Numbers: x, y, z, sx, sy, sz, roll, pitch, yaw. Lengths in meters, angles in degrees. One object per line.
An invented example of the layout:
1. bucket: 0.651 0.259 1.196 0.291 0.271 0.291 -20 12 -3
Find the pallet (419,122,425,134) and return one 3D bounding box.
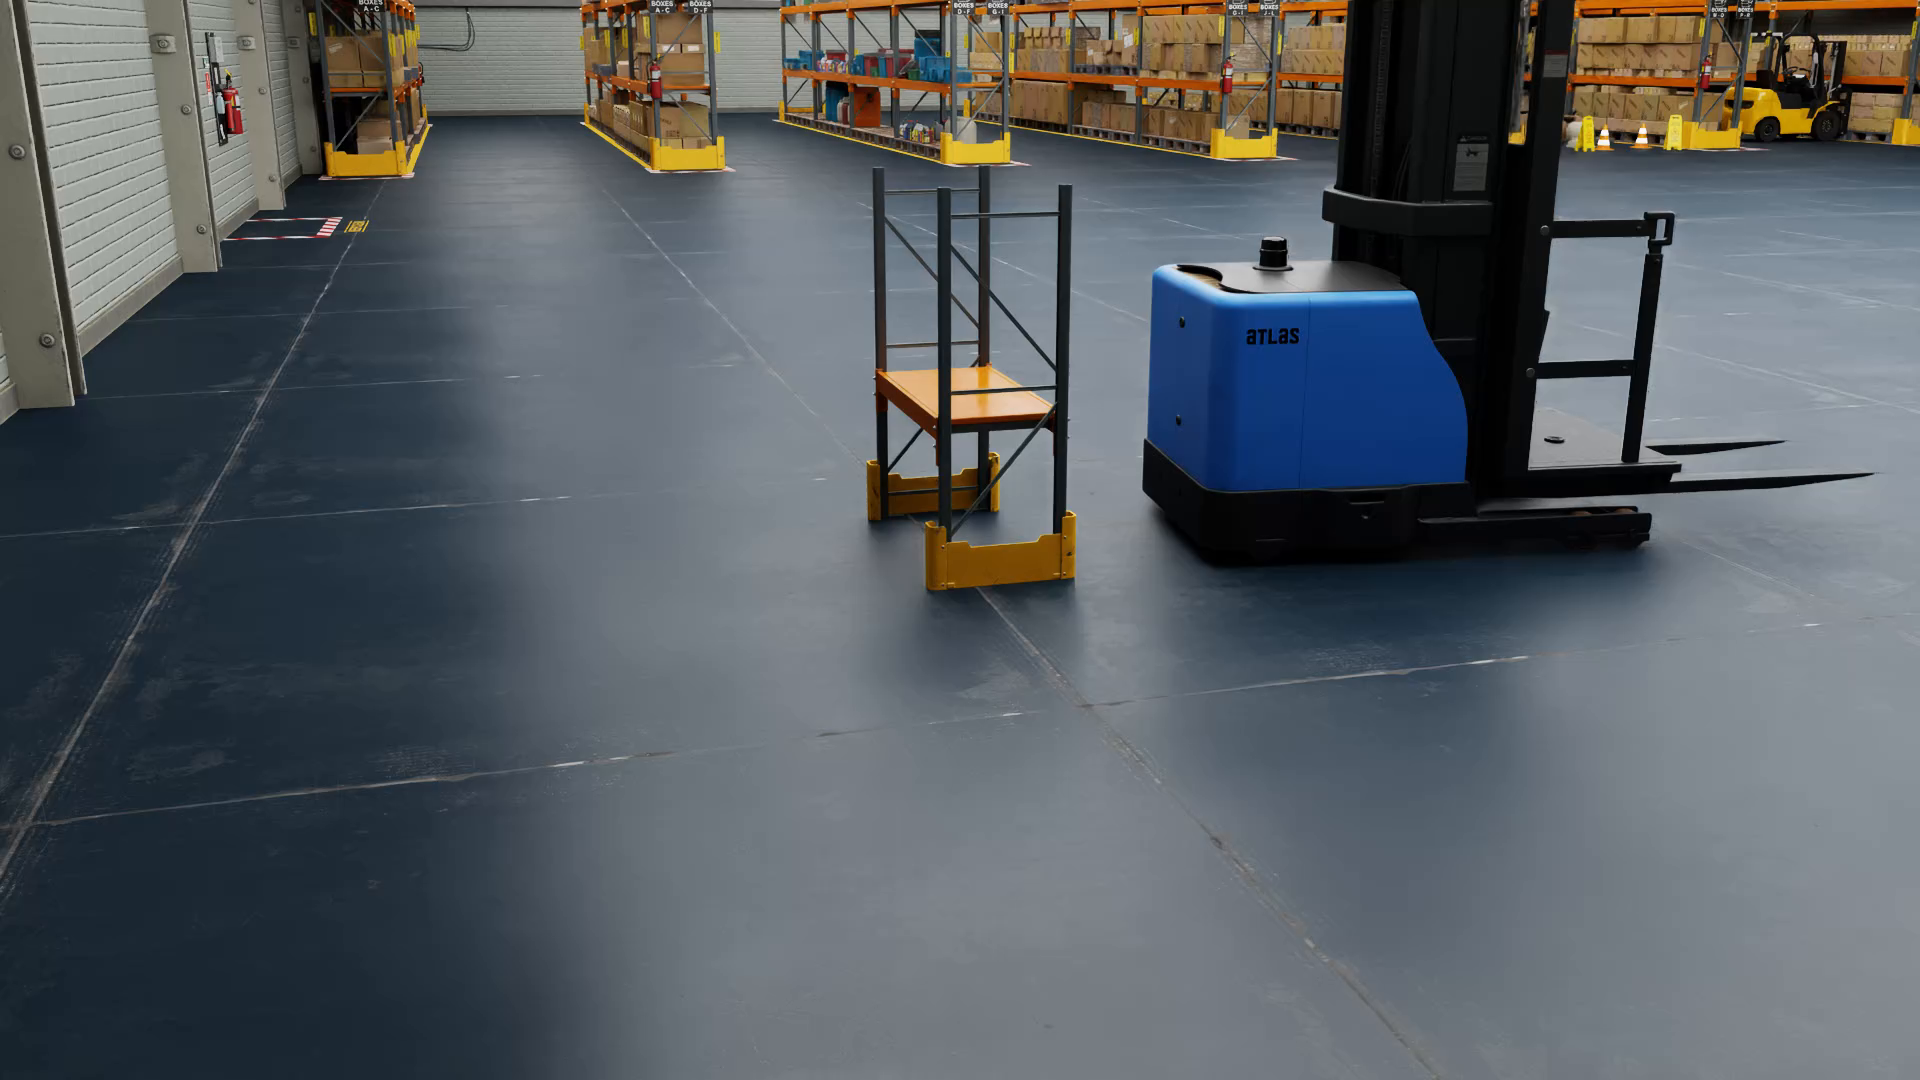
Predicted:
1. pallet: -12.627 -9.299 37.542 1.003 0.211 1.213 -5 17 -15

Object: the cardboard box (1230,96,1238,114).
1. cardboard box: 6.844 -10.446 40.127 0.500 0.500 0.500 -4 17 -14

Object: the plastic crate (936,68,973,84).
1. plastic crate: -0.095 -7.926 28.381 0.499 0.251 0.616 -5 17 -15

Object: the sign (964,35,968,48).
1. sign: 0.160 -13.110 43.738 0.100 0.325 0.005 -5 17 -15

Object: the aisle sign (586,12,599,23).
1. aisle sign: -9.131 -13.158 41.023 0.394 0.787 0.004 -5 17 -15

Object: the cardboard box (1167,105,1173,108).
1. cardboard box: 5.665 -11.377 43.838 0.380 0.149 0.250 -6 18 -18

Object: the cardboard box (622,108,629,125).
1. cardboard box: -6.203 -8.122 31.850 0.500 0.311 0.500 -5 17 -15

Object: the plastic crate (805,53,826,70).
1. plastic crate: -3.424 -11.324 39.362 0.392 0.384 0.575 -5 17 -15

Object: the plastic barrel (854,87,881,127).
1. plastic barrel: -2.019 -9.391 36.042 0.600 0.830 0.708 -5 17 -15

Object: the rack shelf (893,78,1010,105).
1. rack shelf: -0.219 -8.091 29.923 1.077 0.370 4.000 -5 17 -15

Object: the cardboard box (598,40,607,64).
1. cardboard box: -7.566 -10.726 36.541 0.700 0.500 0.500 -2 17 -6

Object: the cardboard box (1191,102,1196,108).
1. cardboard box: 6.113 -11.071 42.303 0.380 0.149 0.250 -6 18 -18

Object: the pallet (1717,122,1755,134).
1. pallet: 18.053 -9.422 37.952 1.003 0.211 1.213 -5 17 -15

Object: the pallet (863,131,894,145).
1. pallet: -1.361 -8.205 33.901 1.003 0.211 1.213 -5 17 -15

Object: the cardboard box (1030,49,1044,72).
1. cardboard box: 1.957 -11.216 38.904 0.500 0.500 0.500 -5 17 -17

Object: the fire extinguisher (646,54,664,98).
1. fire extinguisher: -4.847 -7.385 26.457 0.296 0.674 0.183 -5 17 -15

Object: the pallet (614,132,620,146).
1. pallet: -6.443 -8.138 33.677 1.003 0.211 1.213 -5 17 -15

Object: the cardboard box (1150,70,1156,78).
1. cardboard box: 3.915 -9.039 32.267 0.380 0.149 0.250 -5 17 -15

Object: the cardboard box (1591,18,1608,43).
1. cardboard box: 13.554 -10.551 34.434 0.700 0.500 0.500 -5 17 -15

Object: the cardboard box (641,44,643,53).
1. cardboard box: -5.363 -8.584 29.014 0.380 0.149 0.250 -5 18 -17

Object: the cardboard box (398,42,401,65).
1. cardboard box: -9.596 -8.118 27.686 0.500 0.500 0.500 -5 17 -17

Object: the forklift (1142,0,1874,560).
1. forklift: 2.380 -1.503 6.862 3.031 2.935 1.130 -3 17 -9

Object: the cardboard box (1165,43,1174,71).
1. cardboard box: 4.395 -9.170 31.573 0.875 0.500 0.500 -5 17 -15

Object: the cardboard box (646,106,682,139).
1. cardboard box: -4.867 -6.860 27.320 0.500 0.500 0.500 -5 17 -15

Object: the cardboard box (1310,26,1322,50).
1. cardboard box: 8.088 -10.971 36.349 0.700 0.500 0.500 -5 17 -16

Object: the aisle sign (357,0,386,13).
1. aisle sign: -8.887 -8.348 25.009 0.394 0.787 0.004 -5 17 -15

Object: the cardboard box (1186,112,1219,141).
1. cardboard box: 4.586 -7.789 31.283 0.500 0.500 0.500 -3 17 -10

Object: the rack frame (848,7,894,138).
1. rack frame: -1.868 -10.095 35.344 1.000 3.000 0.127 -5 17 -15

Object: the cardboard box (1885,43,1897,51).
1. cardboard box: 18.929 -9.951 33.565 0.380 0.149 0.250 -4 17 -14

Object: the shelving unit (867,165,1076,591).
1. shelving unit: 0.021 -0.697 6.666 0.587 1.500 1.083 -5 17 -15

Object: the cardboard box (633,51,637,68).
1. cardboard box: -6.010 -9.144 32.004 0.500 0.500 0.500 -5 17 -15

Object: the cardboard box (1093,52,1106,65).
1. cardboard box: 3.134 -10.134 35.005 0.500 0.250 0.500 -5 17 -17

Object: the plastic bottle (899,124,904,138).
1. plastic bottle: -1.103 -7.770 31.581 0.097 0.271 0.097 0 17 0

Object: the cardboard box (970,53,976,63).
1. cardboard box: 0.568 -12.616 43.481 0.500 0.250 0.500 -5 17 -17

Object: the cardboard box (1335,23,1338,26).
1. cardboard box: 10.370 -13.912 45.014 0.380 0.149 0.250 -5 17 -15

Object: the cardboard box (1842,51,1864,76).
1. cardboard box: 18.730 -9.900 34.521 0.500 0.500 0.500 -5 17 -16

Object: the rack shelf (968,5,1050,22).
1. rack shelf: 1.245 -13.238 41.845 1.077 0.370 4.000 -5 17 -15

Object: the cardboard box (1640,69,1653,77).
1. cardboard box: 13.894 -9.372 33.373 0.380 0.149 0.250 -5 17 -16

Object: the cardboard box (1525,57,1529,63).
1. cardboard box: 12.875 -10.729 37.163 0.380 0.149 0.250 -5 18 -17

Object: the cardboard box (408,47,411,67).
1. cardboard box: -11.416 -9.812 33.676 0.500 0.500 0.500 -4 17 -13

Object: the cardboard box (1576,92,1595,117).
1. cardboard box: 13.424 -9.222 35.186 0.500 0.500 0.500 -4 17 -13

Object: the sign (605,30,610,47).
1. sign: -7.151 -10.175 33.738 0.100 0.325 0.005 -5 17 -15

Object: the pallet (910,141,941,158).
1. pallet: -0.285 -7.126 30.307 1.003 0.211 1.213 -5 17 -15

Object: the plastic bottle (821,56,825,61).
1. plastic bottle: -3.171 -11.043 38.588 0.144 0.351 0.185 -5 17 -15

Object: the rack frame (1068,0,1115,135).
1. rack frame: 2.894 -10.486 36.648 1.000 3.000 0.127 -5 17 -15

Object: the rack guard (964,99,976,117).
1. rack guard: 0.689 -11.509 44.397 1.175 0.500 0.348 -5 17 -15

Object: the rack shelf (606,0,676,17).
1. rack shelf: -6.082 -10.243 31.874 1.077 0.370 4.000 -5 17 -15

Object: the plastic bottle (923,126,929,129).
1. plastic bottle: -0.642 -7.487 30.634 0.152 0.276 0.135 -5 17 -15
